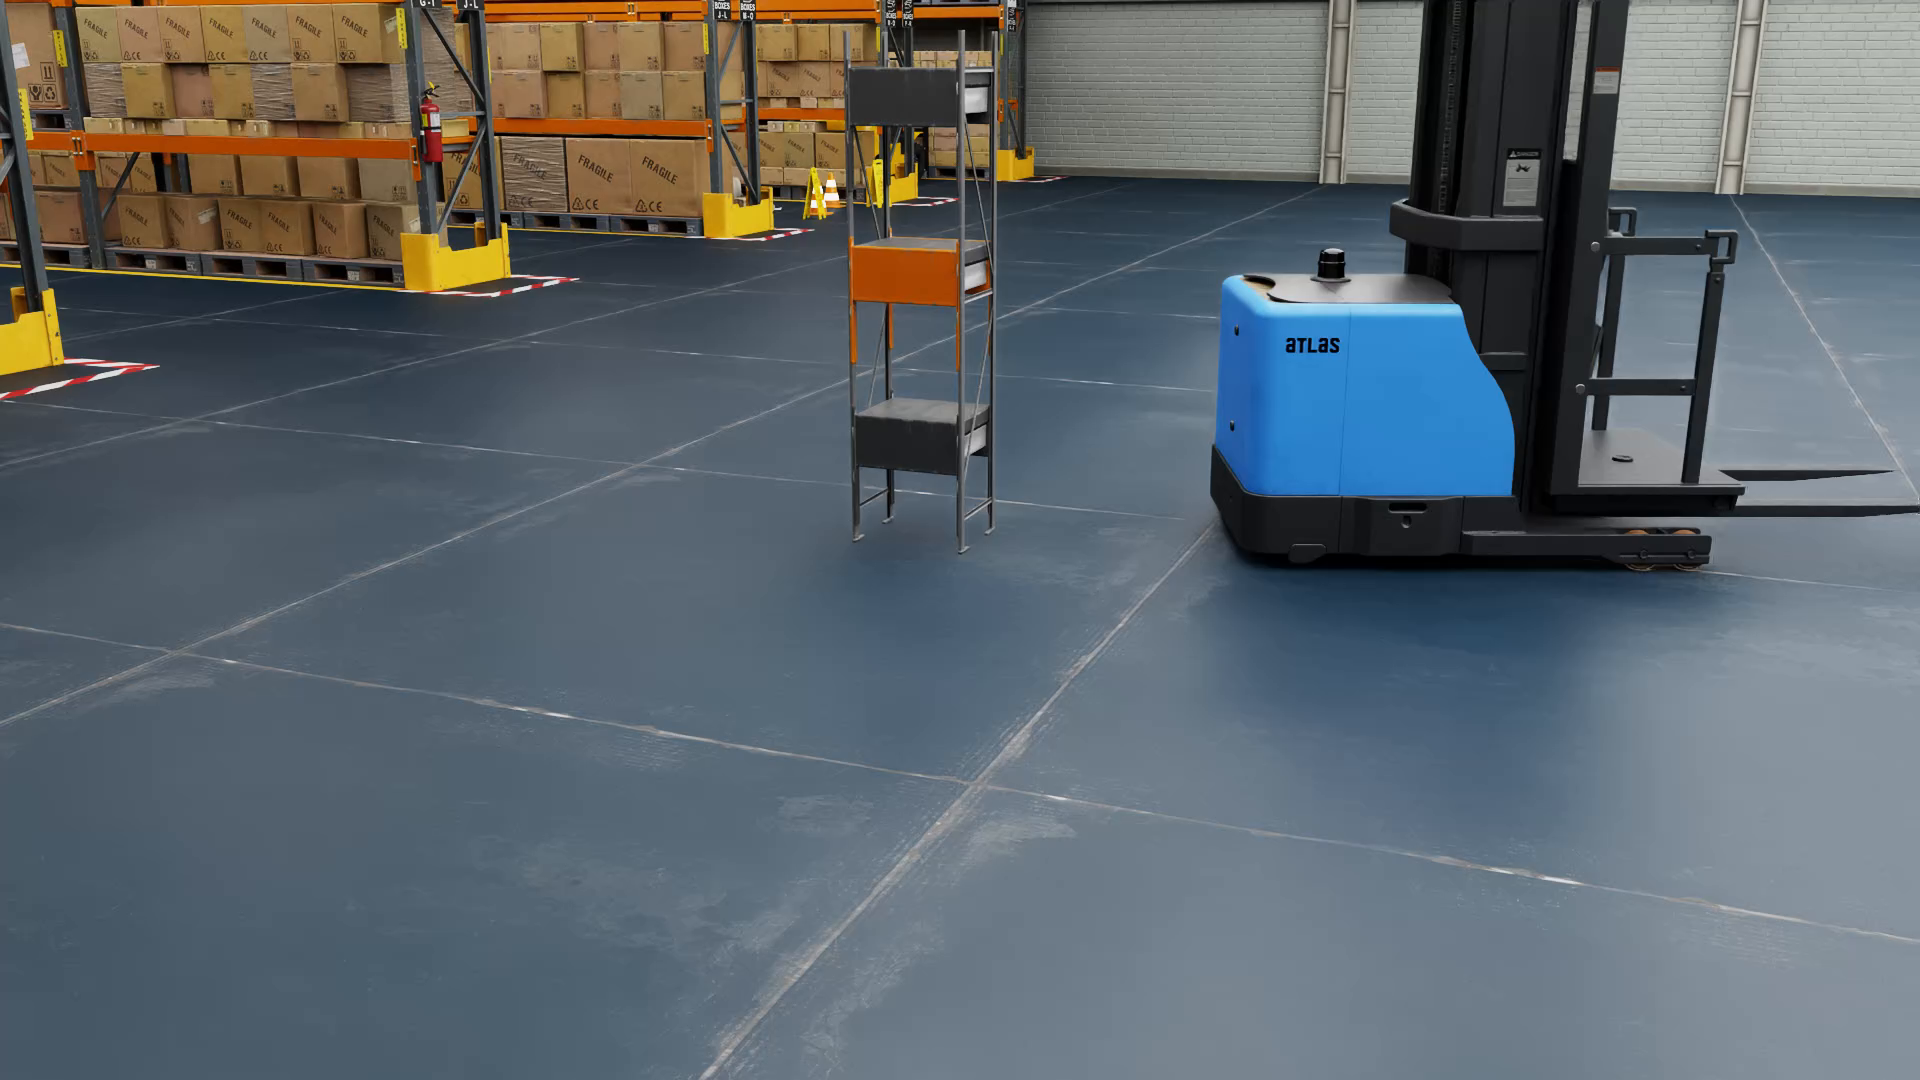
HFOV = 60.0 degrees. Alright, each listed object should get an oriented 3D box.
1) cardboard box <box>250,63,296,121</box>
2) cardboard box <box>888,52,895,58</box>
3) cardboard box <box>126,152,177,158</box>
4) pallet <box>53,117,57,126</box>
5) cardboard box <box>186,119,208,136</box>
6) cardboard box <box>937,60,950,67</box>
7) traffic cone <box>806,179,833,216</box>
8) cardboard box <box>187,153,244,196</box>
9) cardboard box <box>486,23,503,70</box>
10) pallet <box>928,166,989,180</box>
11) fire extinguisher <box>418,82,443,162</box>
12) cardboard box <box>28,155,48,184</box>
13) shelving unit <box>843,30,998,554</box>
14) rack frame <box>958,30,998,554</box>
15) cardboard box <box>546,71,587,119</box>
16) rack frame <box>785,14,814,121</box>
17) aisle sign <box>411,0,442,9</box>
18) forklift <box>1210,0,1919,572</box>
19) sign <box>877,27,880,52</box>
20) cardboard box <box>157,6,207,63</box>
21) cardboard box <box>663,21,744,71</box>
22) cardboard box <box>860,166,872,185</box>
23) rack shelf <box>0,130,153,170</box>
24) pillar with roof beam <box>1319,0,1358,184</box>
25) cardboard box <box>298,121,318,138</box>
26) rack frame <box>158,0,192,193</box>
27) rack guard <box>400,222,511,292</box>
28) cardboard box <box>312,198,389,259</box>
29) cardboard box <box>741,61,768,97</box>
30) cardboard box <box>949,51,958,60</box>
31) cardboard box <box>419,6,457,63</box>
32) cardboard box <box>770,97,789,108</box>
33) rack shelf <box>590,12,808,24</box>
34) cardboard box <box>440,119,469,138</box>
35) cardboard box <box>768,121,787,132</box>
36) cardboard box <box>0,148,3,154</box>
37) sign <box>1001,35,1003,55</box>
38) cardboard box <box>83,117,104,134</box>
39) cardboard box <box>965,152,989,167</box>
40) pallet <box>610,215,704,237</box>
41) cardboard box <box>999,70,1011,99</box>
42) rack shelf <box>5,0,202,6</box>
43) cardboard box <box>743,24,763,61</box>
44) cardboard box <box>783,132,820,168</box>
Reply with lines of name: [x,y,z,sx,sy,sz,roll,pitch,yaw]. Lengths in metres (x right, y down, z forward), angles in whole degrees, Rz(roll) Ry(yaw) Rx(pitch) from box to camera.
cardboard box: [-6.007,-4.142,15.347,0.500,0.500,0.875,6,17,21]
cardboard box: [-1.160,-8.333,28.620,0.250,0.149,0.380,6,17,21]
cardboard box: [-10.807,-5.263,22.307,0.500,0.250,0.500,6,17,19]
pallet: [-10.132,-4.339,17.085,1.213,0.211,1.003,6,17,21]
cardboard box: [-7.006,-3.872,15.582,0.250,0.149,0.380,6,17,21]
cardboard box: [-0.212,-8.074,28.264,0.250,0.149,0.380,6,17,20]
traffic cone: [-1.875,-4.544,21.995,0.334,0.463,0.336,6,17,21]
cardboard box: [-9.541,-4.935,22.075,0.750,0.750,1.050,6,17,20]
cardboard box: [-5.469,-6.008,20.283,0.550,0.550,0.875,6,17,21]
pallet: [0.180,-6.391,28.810,1.213,0.211,1.003,6,17,21]
fire extinguisher: [-4.609,-3.637,14.459,0.183,0.674,0.296,6,17,21]
cardboard box: [-12.713,-5.112,23.132,0.500,0.500,0.500,7,18,23]
shelving unit: [-0.154,-1.025,6.939,0.503,2.100,0.431,6,17,21]
rack frame: [0.073,-1.000,6.853,0.015,2.100,0.400,6,17,21]
cardboard box: [-4.497,-5.363,19.999,0.500,0.550,0.875,6,17,21]
rack frame: [-2.814,-8.072,29.599,0.127,3.000,1.000,6,17,21]
aisle sign: [-4.599,-4.969,14.248,0.004,0.787,0.394,6,17,21]
forklift: [2.663,-1.429,6.838,3.031,2.935,1.130,0,16,0]
sign: [-1.133,-6.941,23.059,0.005,0.325,0.100,6,17,21]
cardboard box: [-7.012,-4.671,15.378,0.500,0.500,0.500,6,17,21]
cardboard box: [-2.964,-5.720,19.290,0.550,0.550,0.875,6,17,21]
cardboard box: [-1.560,-5.411,24.610,0.500,0.250,0.500,6,17,20]
rack shelf: [-10.128,-4.073,17.115,4.000,0.370,1.077,6,17,21]
pillar with roof beam: [4.592,-9.119,22.443,0.400,9.000,9.100,6,17,21]
cardboard box: [-5.816,-3.764,15.209,0.250,0.149,0.380,6,17,21]
rack frame: [-10.075,-5.899,22.115,0.127,3.000,1.000,6,17,21]
rack guard: [-4.617,-2.612,15.275,0.348,0.500,1.175,6,17,21]
cardboard box: [-5.690,-2.927,15.605,0.500,0.500,0.500,12,20,35]
cardboard box: [-2.909,-6.711,24.199,0.500,0.500,0.500,6,17,21]
cardboard box: [0.002,-8.184,28.108,0.250,0.149,0.380,7,17,22]
cardboard box: [-4.958,-4.603,15.143,0.500,0.500,0.500,6,17,21]
cardboard box: [-2.553,-6.350,24.117,0.250,0.149,0.380,6,17,20]
rack shelf: [-4.674,-9.372,29.986,4.000,0.370,1.077,6,17,21]
cardboard box: [-4.724,-3.775,15.249,0.250,0.149,0.380,6,17,21]
cardboard box: [-2.595,-6.016,24.188,0.250,0.149,0.380,7,18,23]
cardboard box: [-13.205,-5.526,23.213,0.500,0.250,0.500,5,17,18]
sign: [0.695,-8.193,27.515,0.005,0.325,0.100,6,17,21]
cardboard box: [-8.178,-3.994,16.000,0.250,0.149,0.380,6,17,21]
cardboard box: [0.354,-6.510,28.397,0.500,0.250,0.500,6,17,21]
pallet: [-3.405,-3.803,19.896,1.213,0.211,1.003,6,17,21]
cardboard box: [0.548,-7.834,28.598,0.500,0.500,0.500,7,18,22]
rack shelf: [-11.935,-7.199,22.501,4.000,0.370,1.077,6,17,21]
cardboard box: [-2.859,-7.208,24.116,0.500,0.500,0.700,6,17,20]
cardboard box: [-2.238,-5.683,24.204,0.500,0.500,0.500,7,18,23]
